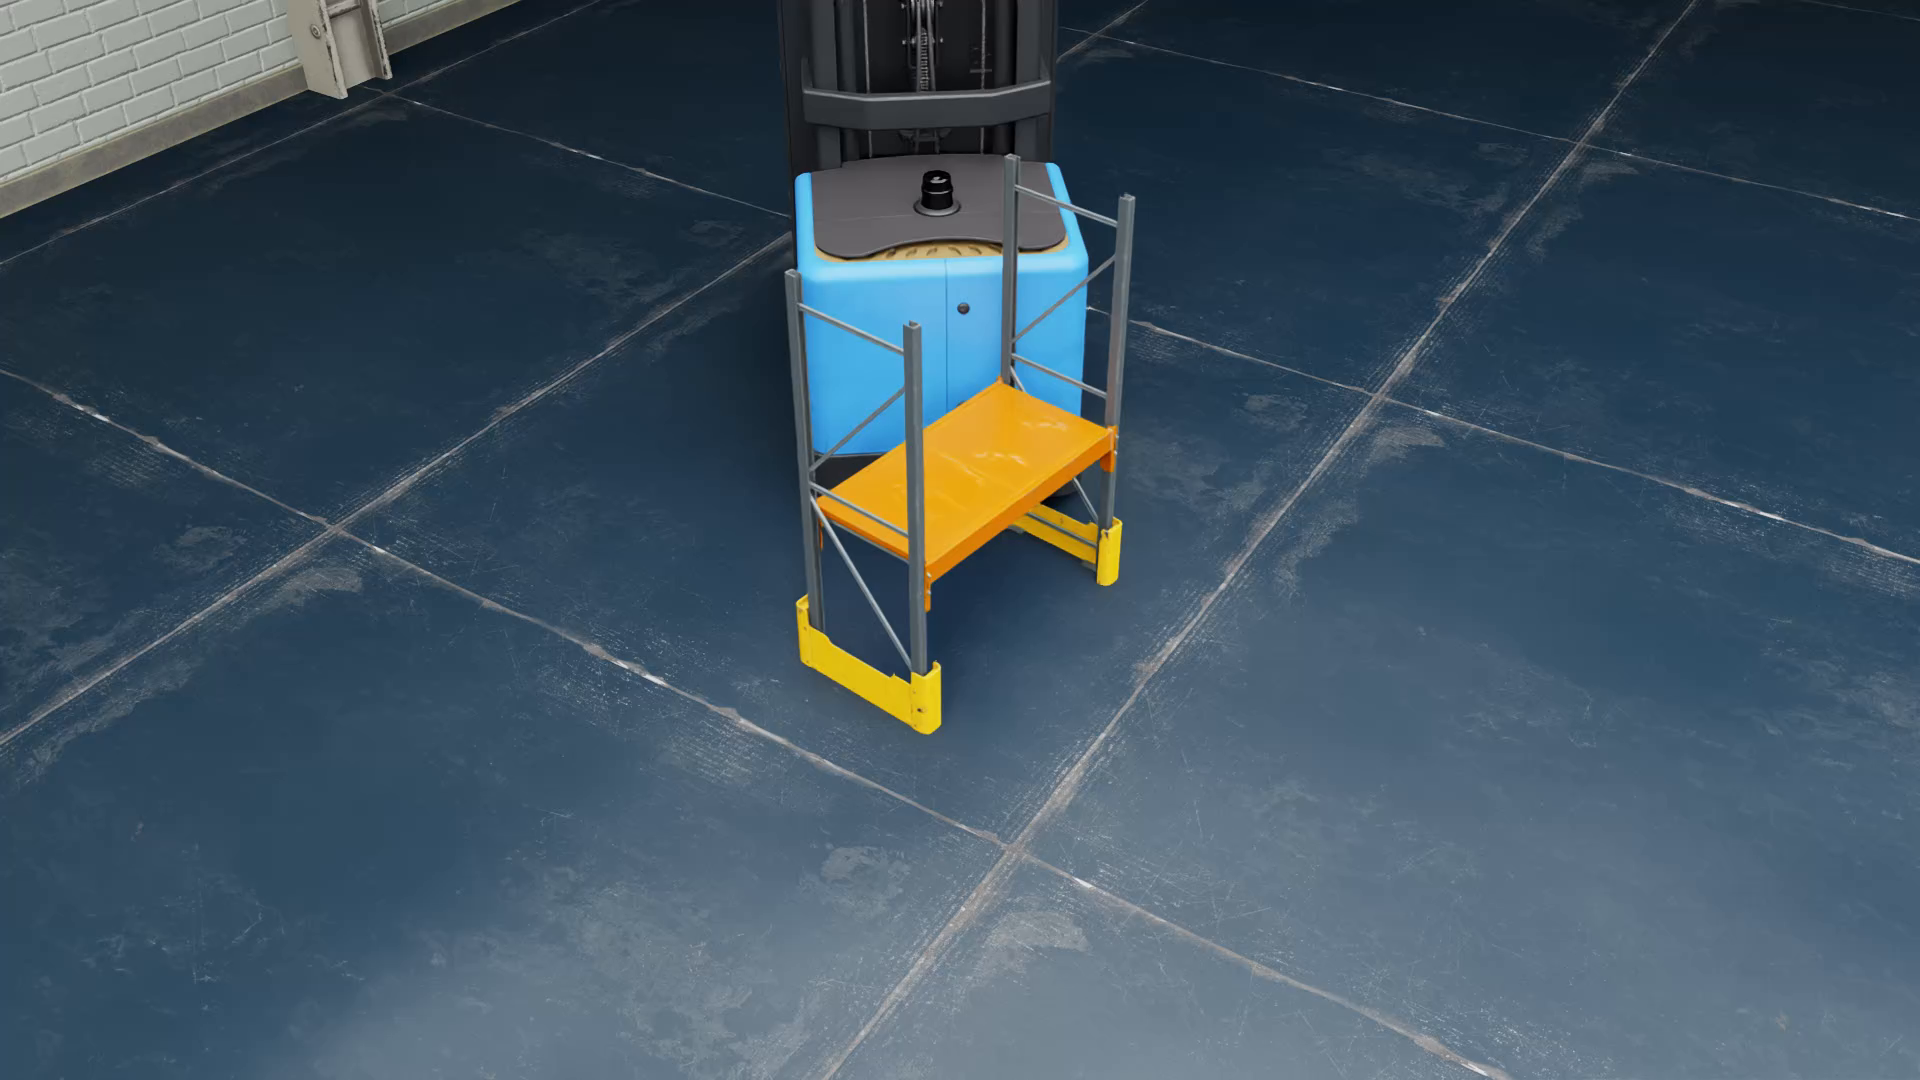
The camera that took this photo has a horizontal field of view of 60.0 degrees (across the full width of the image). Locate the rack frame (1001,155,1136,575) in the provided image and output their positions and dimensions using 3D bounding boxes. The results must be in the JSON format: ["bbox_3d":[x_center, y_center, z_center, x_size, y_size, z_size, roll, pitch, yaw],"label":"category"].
[{"bbox_3d":[0.346,-0.558,5.745,0.500,1.500,0.032,27,45,31],"label":"rack frame"}]

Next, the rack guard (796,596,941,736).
[{"bbox_3d":[-0.307,0.412,5.511,0.587,0.250,0.087,27,45,31],"label":"rack guard"}]

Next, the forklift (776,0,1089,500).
[{"bbox_3d":[-0.187,-2.160,6.651,1.130,2.935,3.031,-3,38,-4],"label":"forklift"}]

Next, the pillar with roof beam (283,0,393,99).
[{"bbox_3d":[0.065,-4.832,5.147,9.100,9.000,0.400,21,42,25],"label":"pillar with roof beam"}]

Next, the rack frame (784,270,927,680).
[{"bbox_3d":[-0.308,-0.082,5.128,0.500,1.500,0.032,27,45,31],"label":"rack frame"}]

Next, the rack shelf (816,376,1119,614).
[{"bbox_3d":[0.019,-0.178,5.547,0.538,0.185,1.000,27,45,31],"label":"rack shelf"}]

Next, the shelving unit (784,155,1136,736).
[{"bbox_3d":[0.013,-0.316,5.431,0.587,1.500,1.083,27,45,31],"label":"shelving unit"}]

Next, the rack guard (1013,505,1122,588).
[{"bbox_3d":[0.334,-0.054,6.115,0.587,0.250,0.087,27,45,31],"label":"rack guard"}]
